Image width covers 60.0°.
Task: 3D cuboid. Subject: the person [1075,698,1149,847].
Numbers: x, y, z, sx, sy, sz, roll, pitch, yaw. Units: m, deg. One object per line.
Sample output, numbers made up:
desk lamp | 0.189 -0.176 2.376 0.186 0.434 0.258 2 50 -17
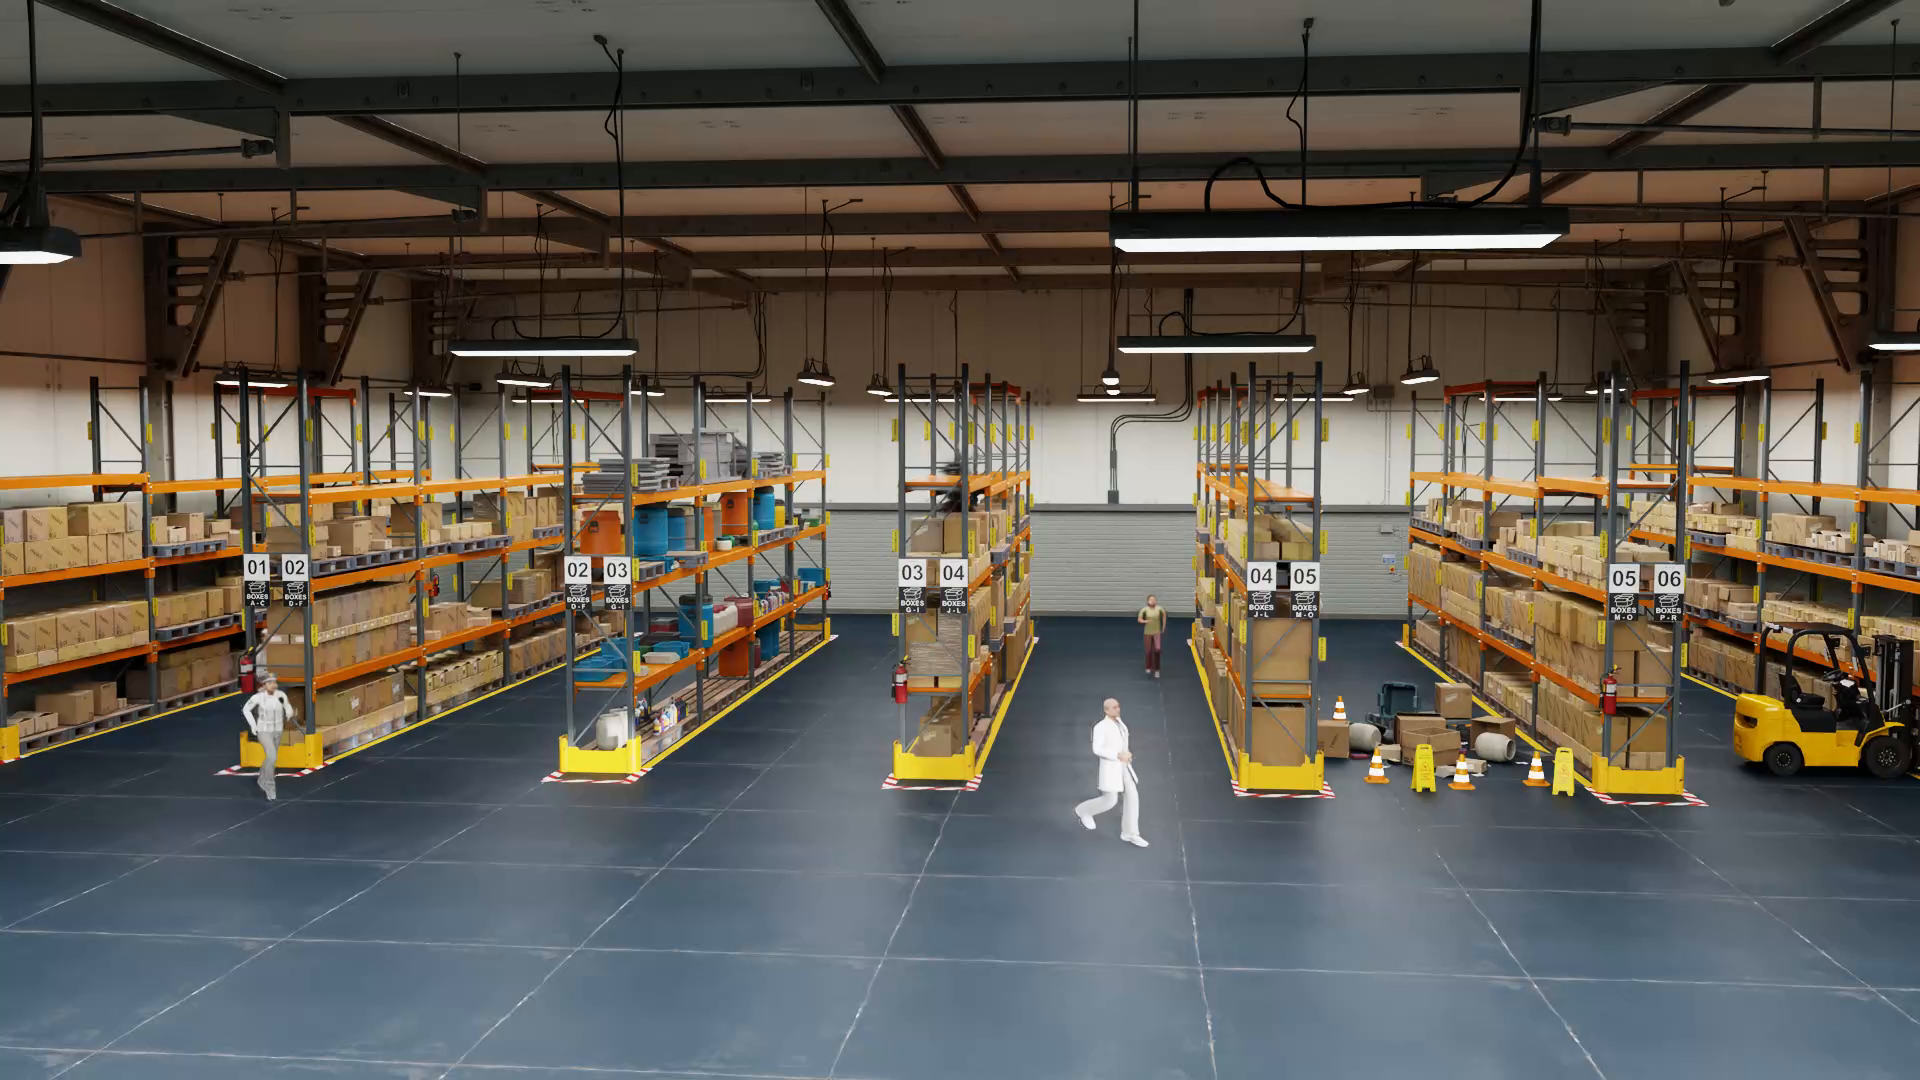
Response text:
person | 1.877 2.827 20.418 1.017 1.771 0.723 3 5 41

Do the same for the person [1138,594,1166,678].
person | 3.947 1.972 34.217 0.596 1.729 0.727 0 4 3

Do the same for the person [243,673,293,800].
person | -9.525 2.684 22.982 0.743 1.750 0.606 3 5 39

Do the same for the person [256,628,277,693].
person | -11.605 2.349 27.781 0.665 1.737 0.582 0 4 4
